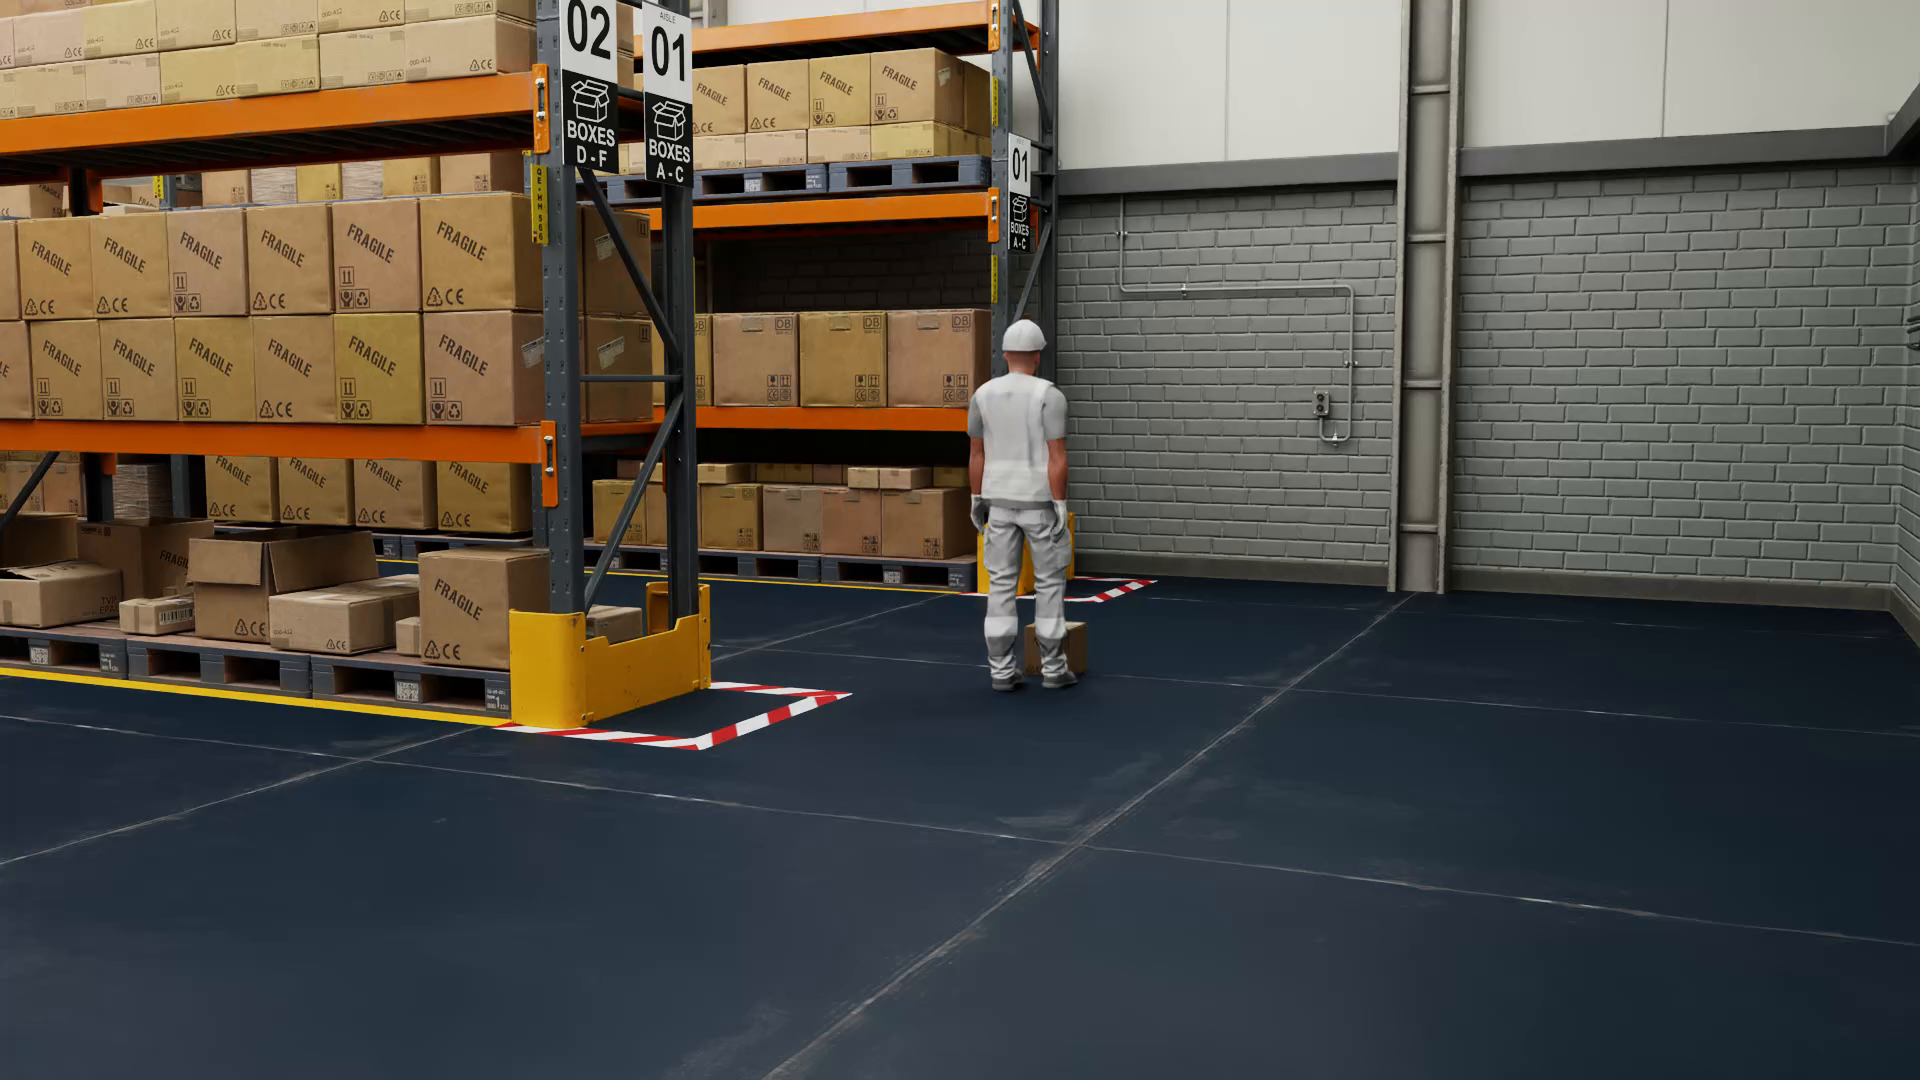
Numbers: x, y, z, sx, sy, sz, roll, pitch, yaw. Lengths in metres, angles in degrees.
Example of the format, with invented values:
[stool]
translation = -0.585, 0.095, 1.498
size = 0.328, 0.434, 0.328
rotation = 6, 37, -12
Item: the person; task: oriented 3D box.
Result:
[person]
translation = 0.319, -0.172, 8.125
size = 0.540, 1.791, 0.461
rotation = 3, 6, 25
